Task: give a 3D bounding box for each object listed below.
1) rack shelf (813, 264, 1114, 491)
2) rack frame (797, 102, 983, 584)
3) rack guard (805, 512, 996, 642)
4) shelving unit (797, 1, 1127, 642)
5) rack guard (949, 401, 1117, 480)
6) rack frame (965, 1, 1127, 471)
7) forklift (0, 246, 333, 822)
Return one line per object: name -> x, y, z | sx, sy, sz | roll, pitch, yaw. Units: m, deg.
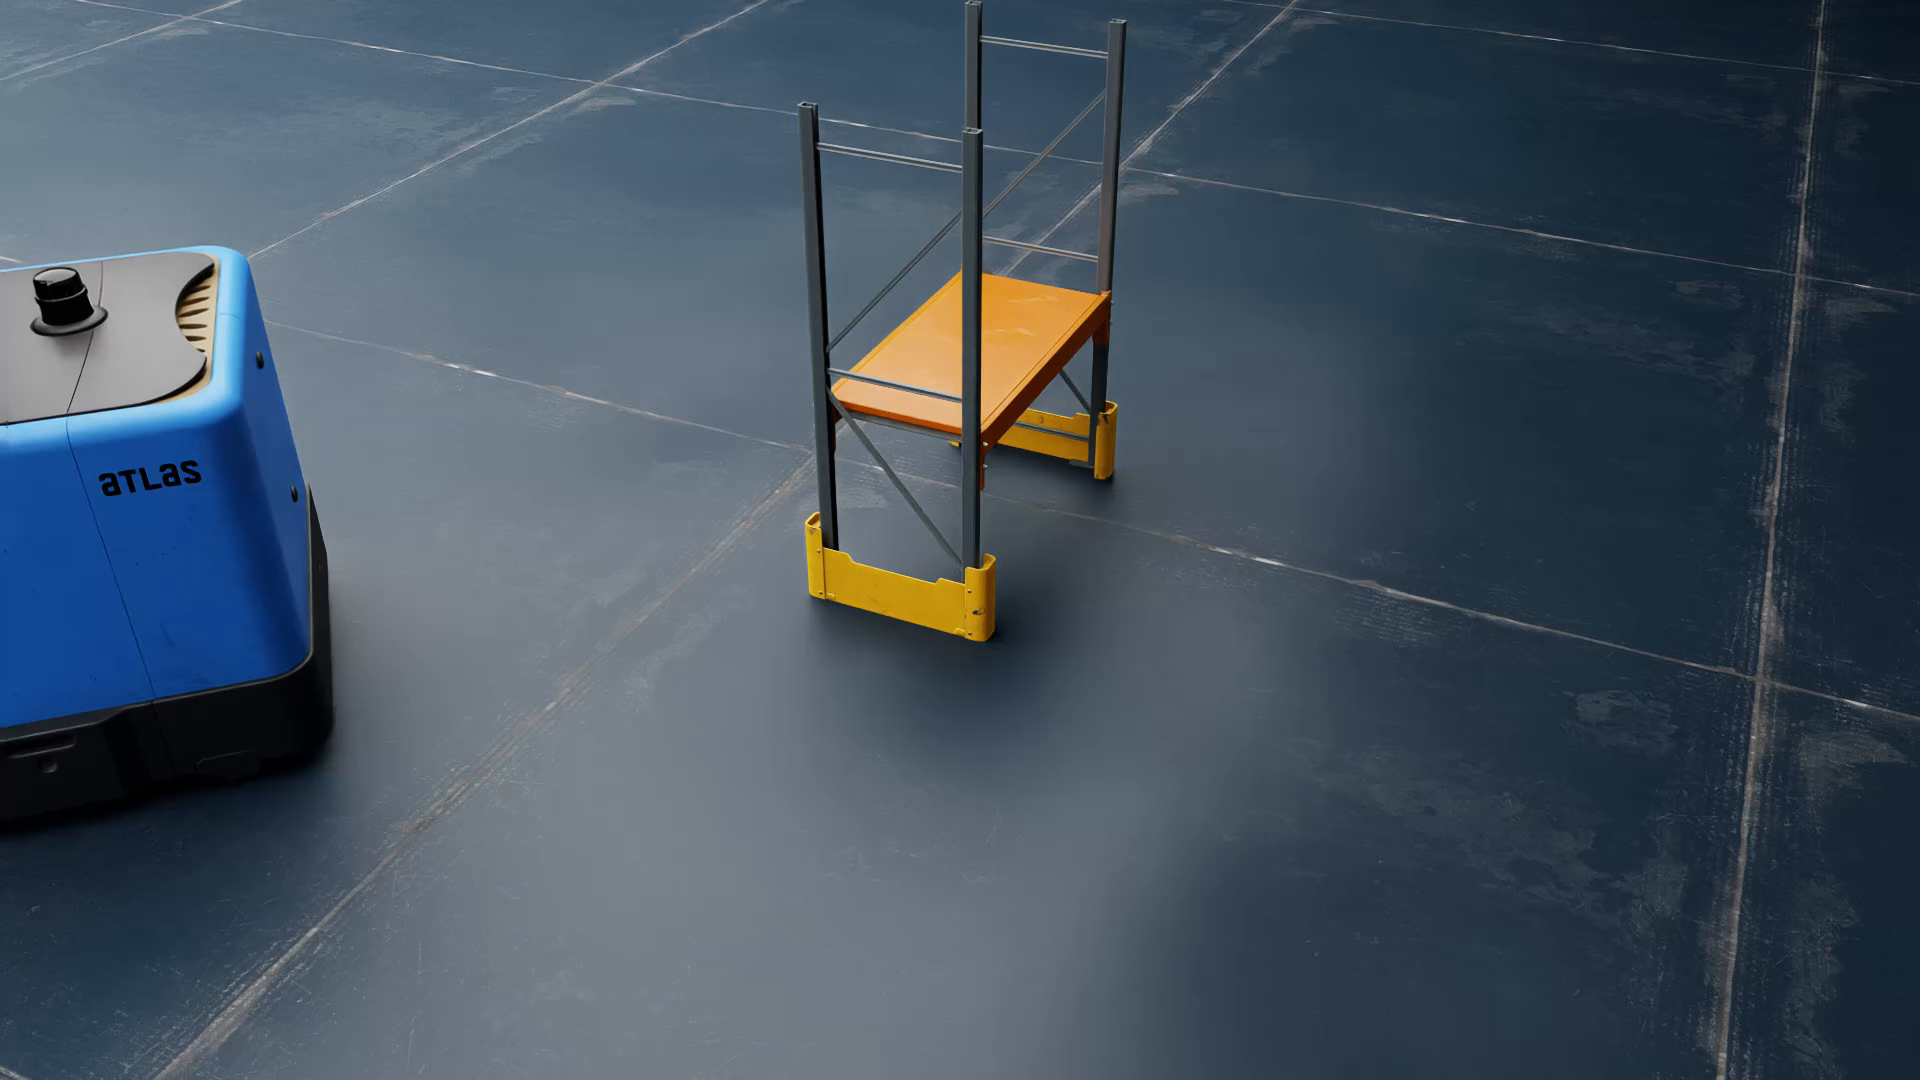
rack shelf -> 0.036, -0.519, 5.002 | 0.538, 0.185, 1.000 | 14, 36, 20
rack frame -> -0.177, -0.417, 4.517 | 0.500, 1.500, 0.032 | 14, 36, 20
rack guard -> -0.176, 0.106, 4.861 | 0.587, 0.250, 0.087 | 14, 36, 20
shelving unit -> 0.032, -0.665, 4.897 | 0.587, 1.500, 1.083 | 14, 36, 20
rack guard -> 0.240, -0.391, 5.618 | 0.587, 0.250, 0.087 | 14, 36, 20
rack frame -> 0.248, -0.923, 5.290 | 0.500, 1.500, 0.032 | 14, 36, 20
forklift -> -3.223, -0.637, 3.549 | 3.031, 2.935, 1.130 | -11, 35, -16
